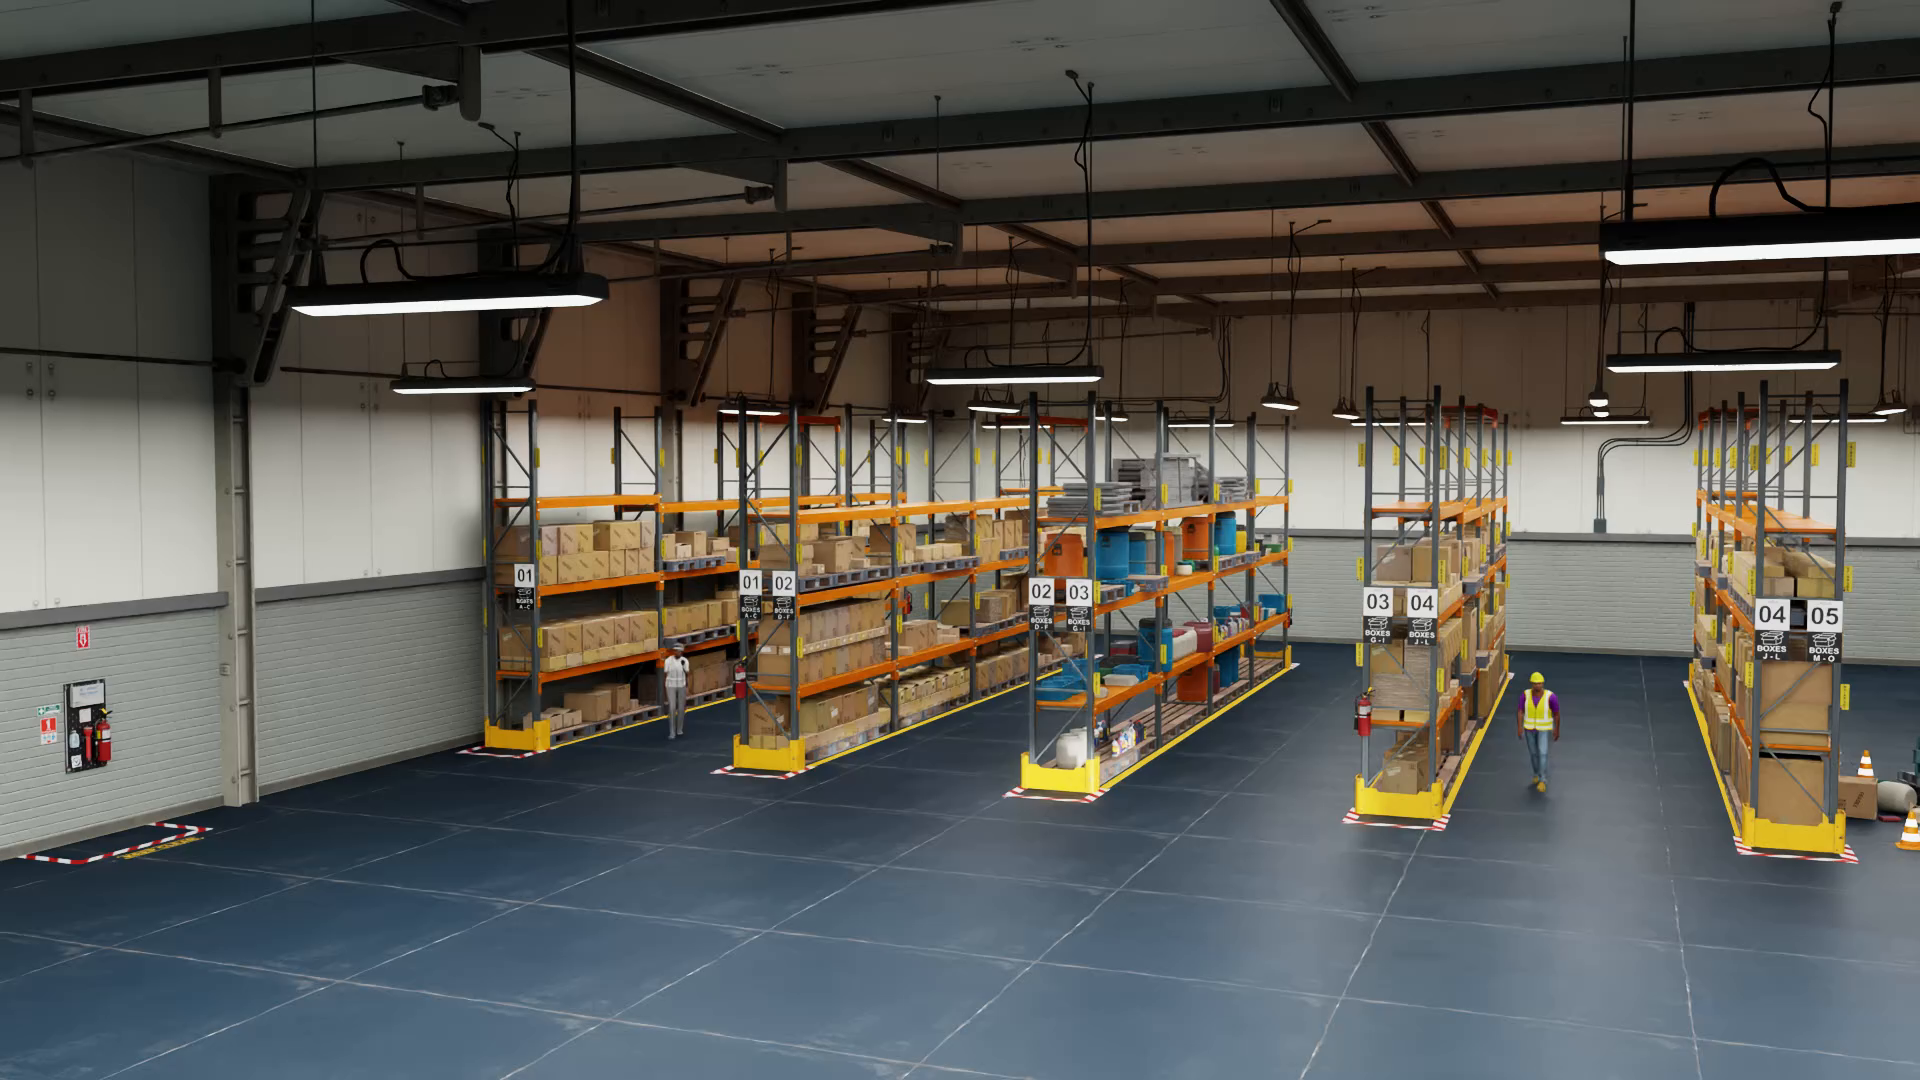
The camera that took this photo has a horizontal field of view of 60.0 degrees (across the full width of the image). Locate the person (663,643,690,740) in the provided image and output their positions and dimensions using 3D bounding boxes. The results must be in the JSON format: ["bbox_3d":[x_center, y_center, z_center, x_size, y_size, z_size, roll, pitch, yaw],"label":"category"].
[{"bbox_3d":[-5.073,2.717,29.894,0.470,1.696,0.634,-1,3,-20],"label":"person"}]

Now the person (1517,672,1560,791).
[{"bbox_3d":[8.723,2.867,25.167,0.587,1.720,0.925,2,3,35],"label":"person"}]
